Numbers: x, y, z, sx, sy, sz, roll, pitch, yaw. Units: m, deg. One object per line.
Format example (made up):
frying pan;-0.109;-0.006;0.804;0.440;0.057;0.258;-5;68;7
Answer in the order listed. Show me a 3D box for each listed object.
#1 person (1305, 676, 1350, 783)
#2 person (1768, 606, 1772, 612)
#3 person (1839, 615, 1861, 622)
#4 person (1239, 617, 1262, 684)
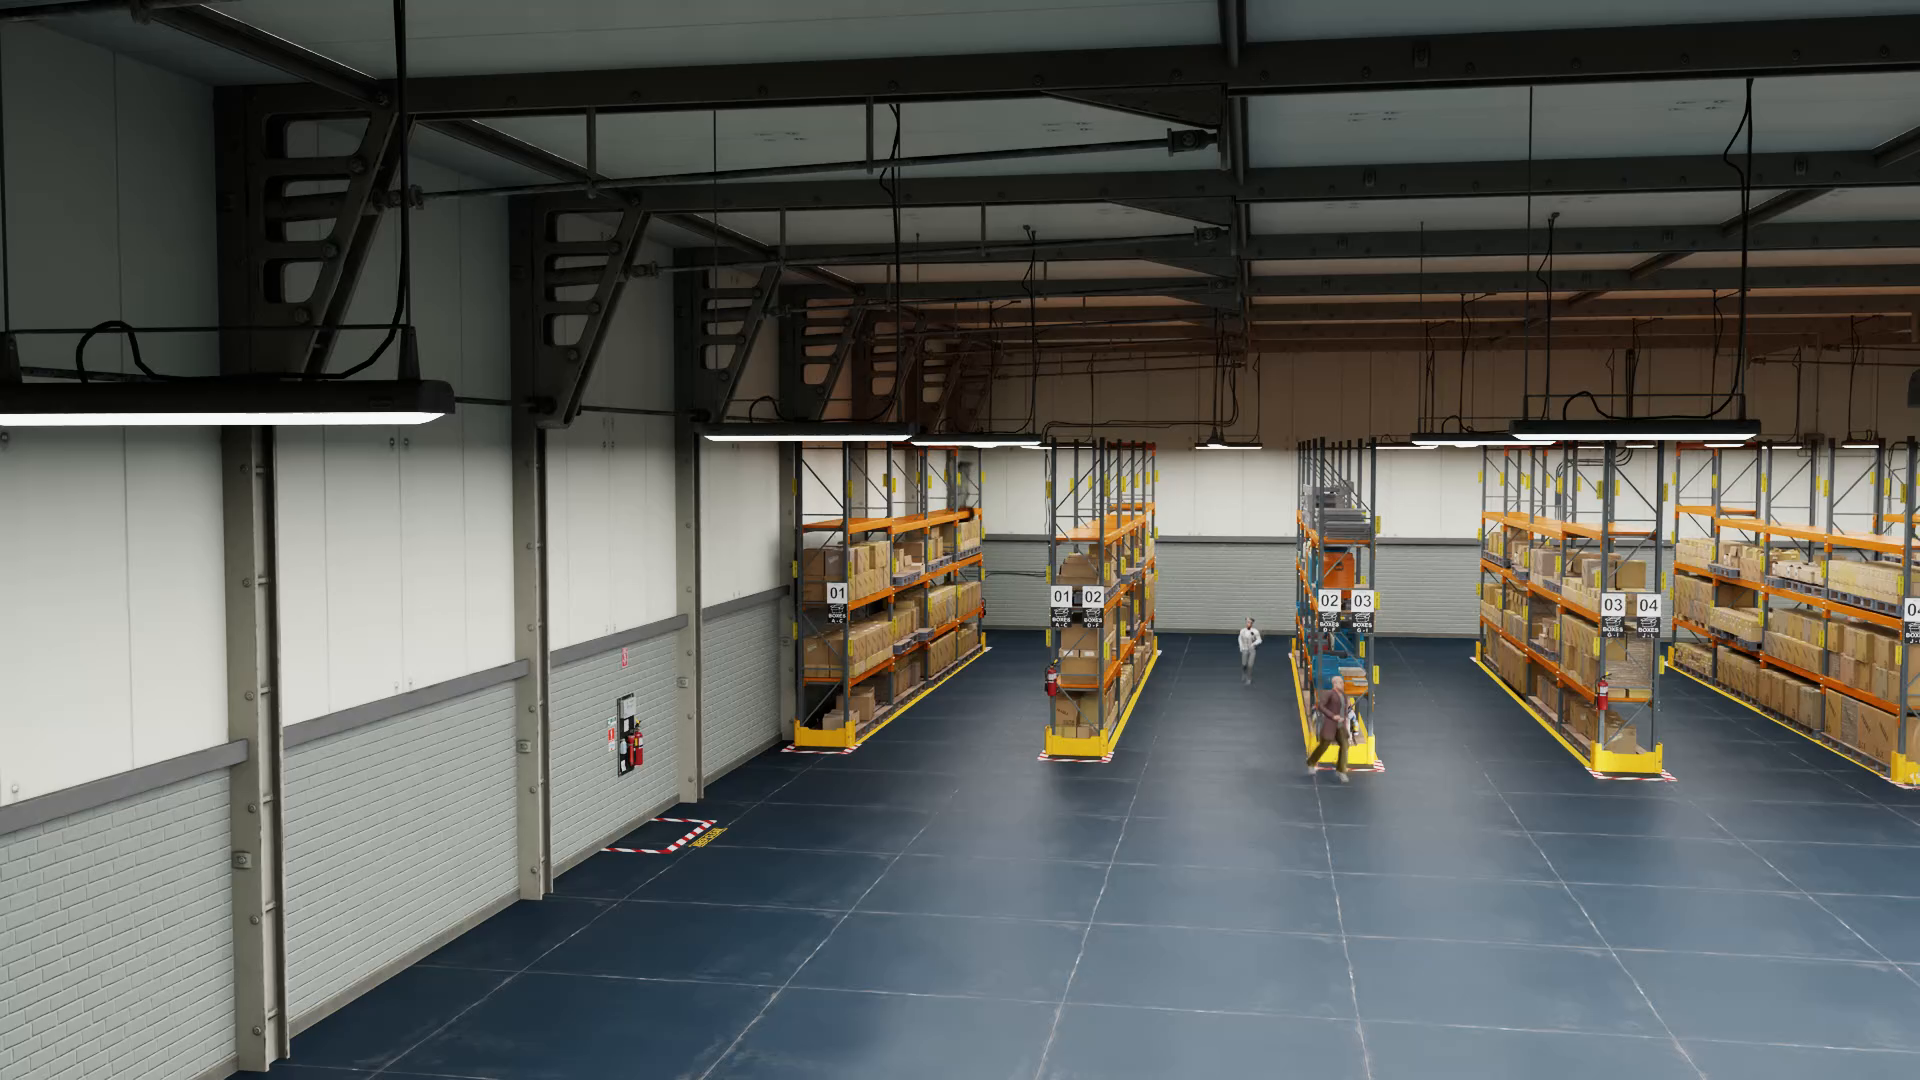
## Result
person;6.589;3.297;29.206;0.769;1.798;0.938;-2;4;-32
person;21.349;2.582;43.913;0.593;1.691;0.774;0;3;-2
person;24.258;2.452;45.185;0.810;1.844;0.708;2;4;31
person;7.107;2.727;40.898;0.598;1.666;0.544;1;3;21
